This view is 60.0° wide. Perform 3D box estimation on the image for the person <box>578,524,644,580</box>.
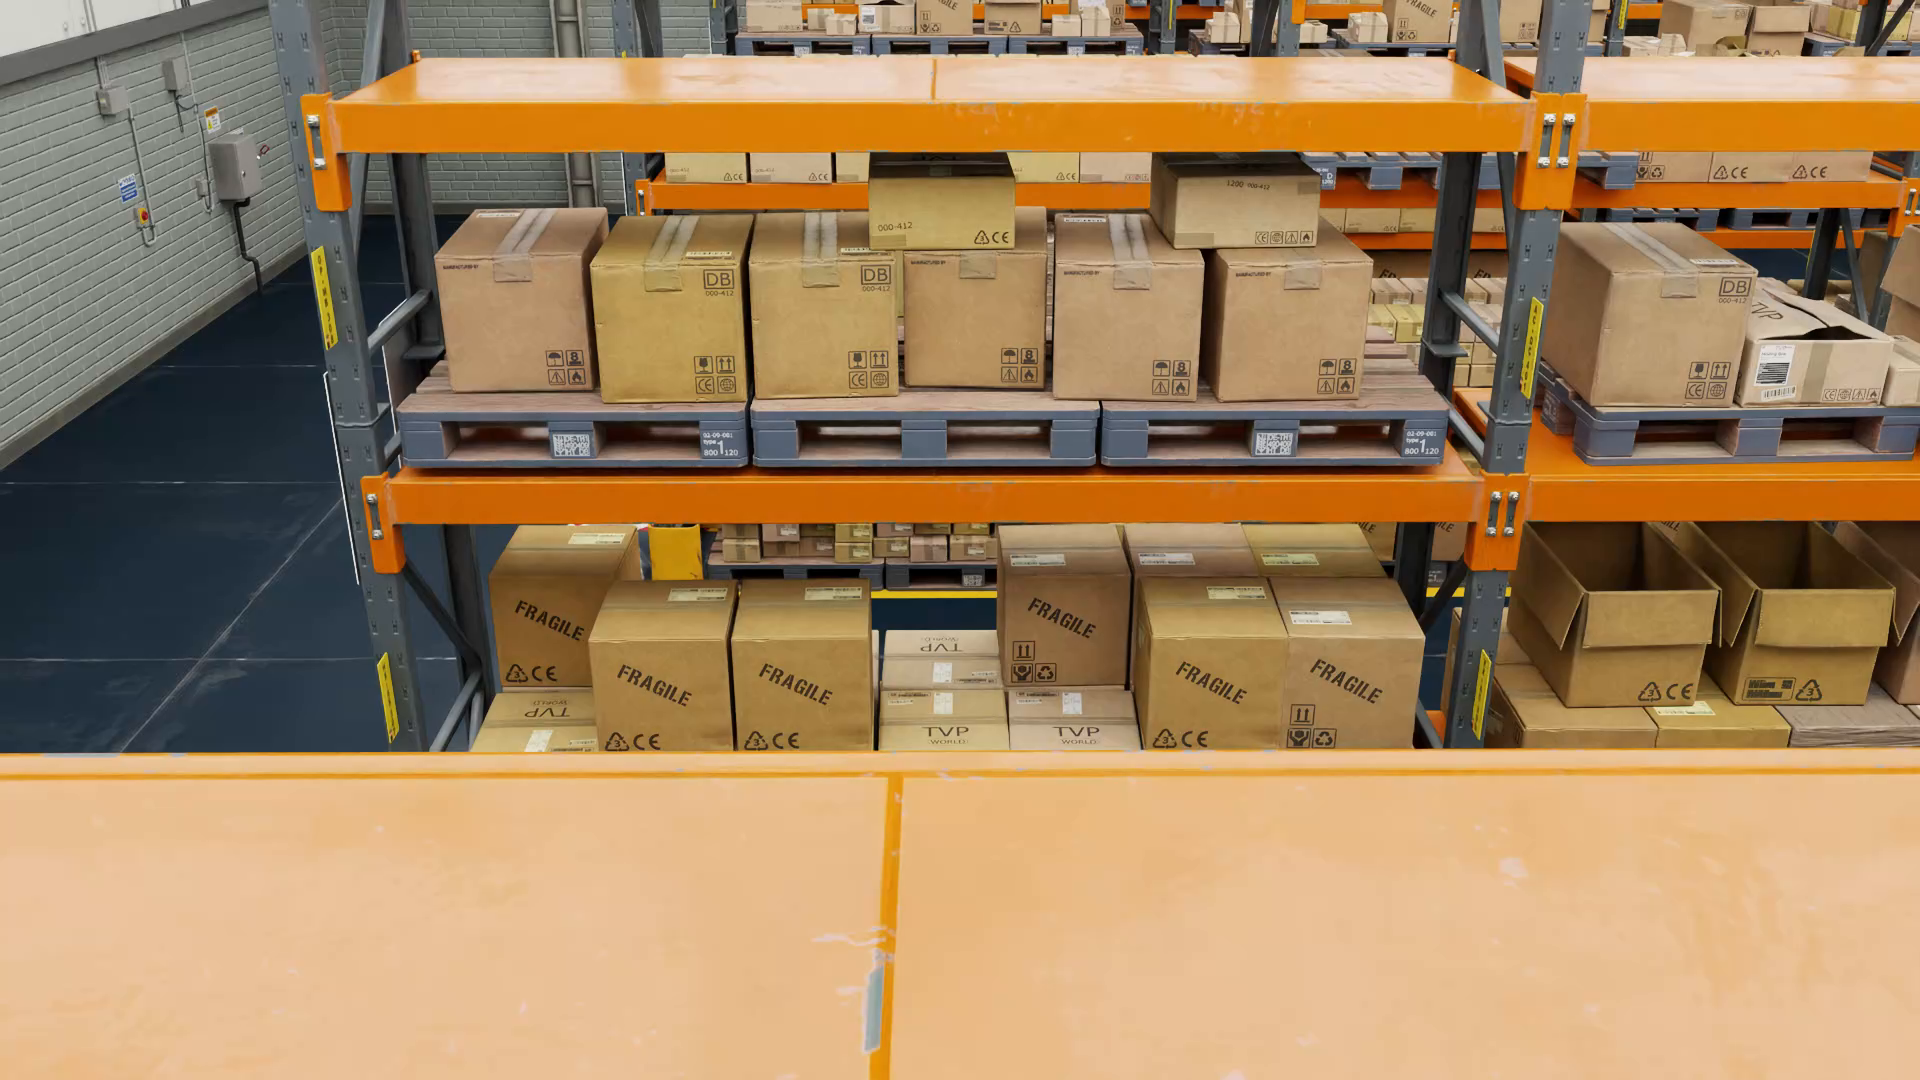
[{"bbox_3d":[-1.932,0.593,8.702,0.952,1.726,0.551,-14,28,-28],"label":"person"}]
